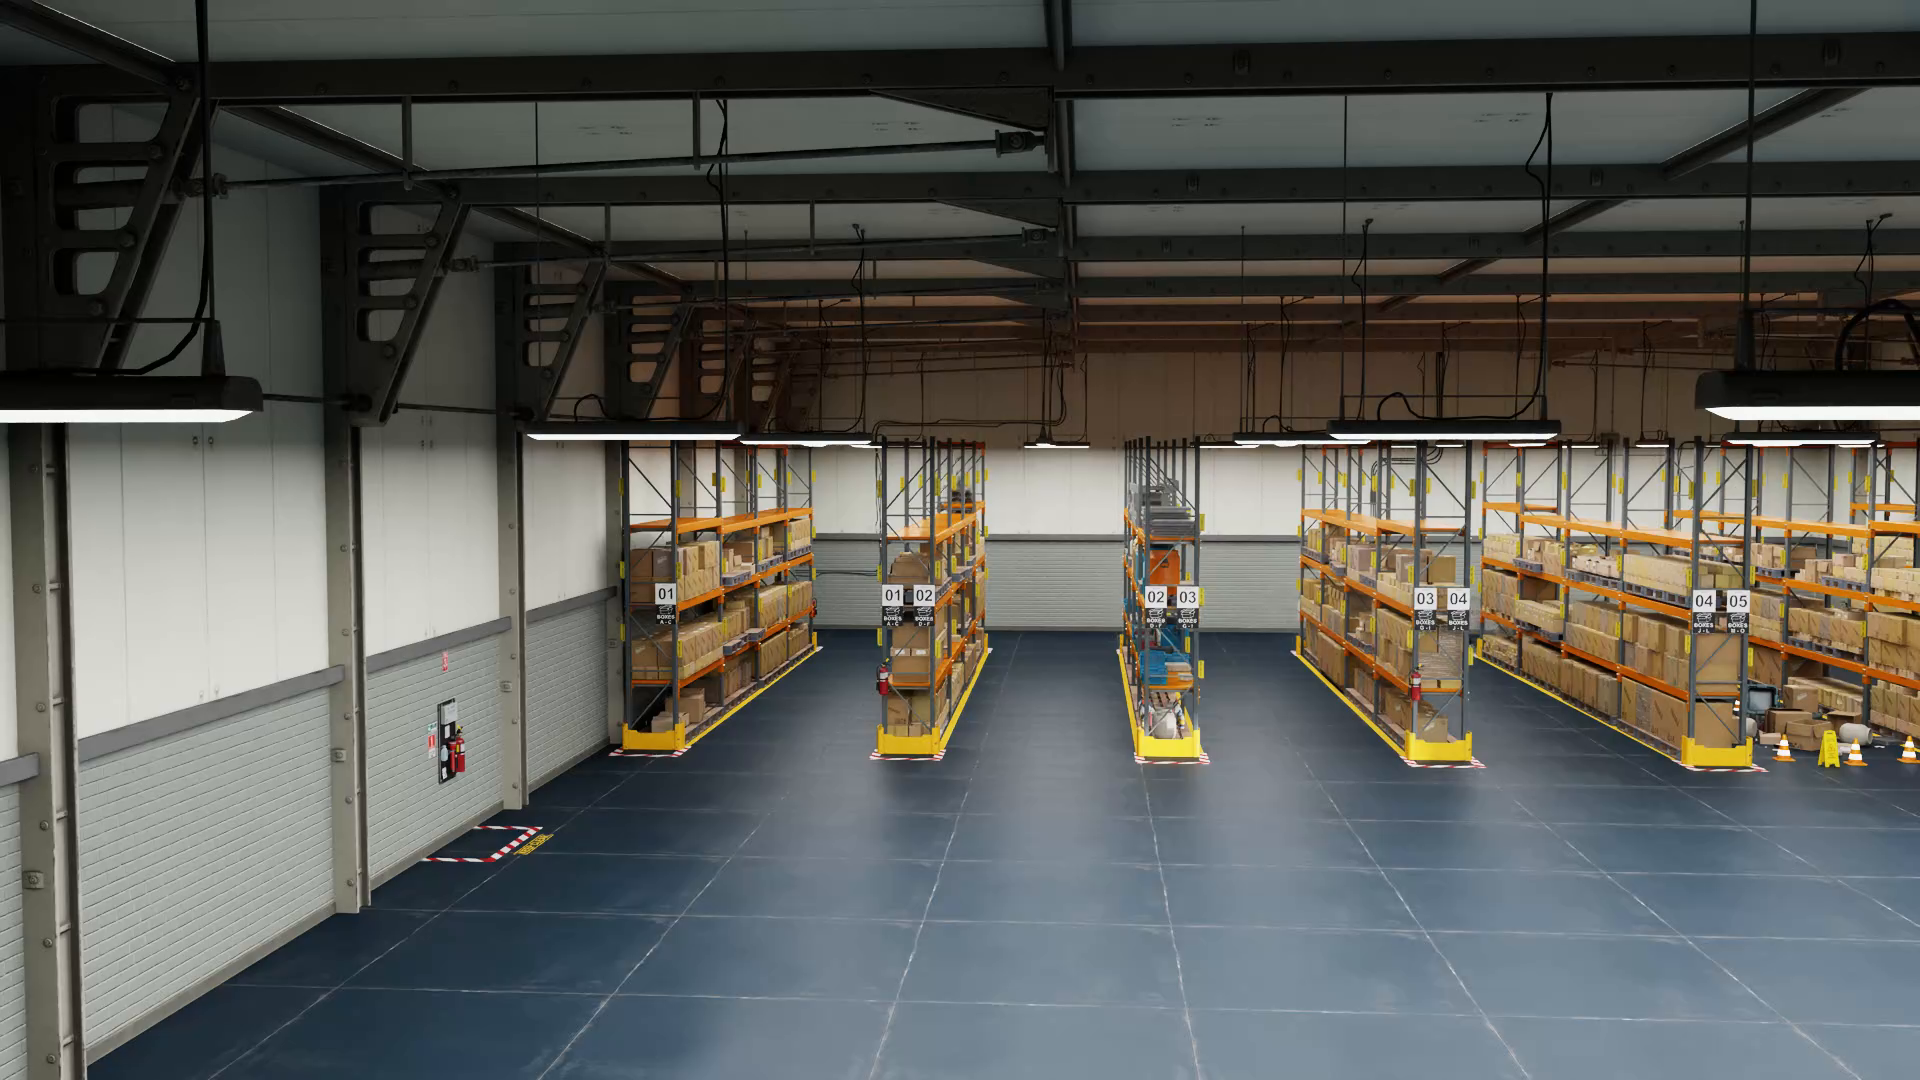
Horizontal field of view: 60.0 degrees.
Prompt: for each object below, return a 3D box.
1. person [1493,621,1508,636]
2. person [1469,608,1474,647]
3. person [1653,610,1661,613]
[{"bbox_3d":[15.552,2.355,47.527,0.534,1.681,0.724,2,4,39],"label":"person"},{"bbox_3d":[14.268,2.408,47.186,0.822,1.594,0.598,-1,3,-20],"label":"person"},{"bbox_3d":[19.931,2.356,47.401,0.886,1.673,0.647,2,4,32],"label":"person"}]
